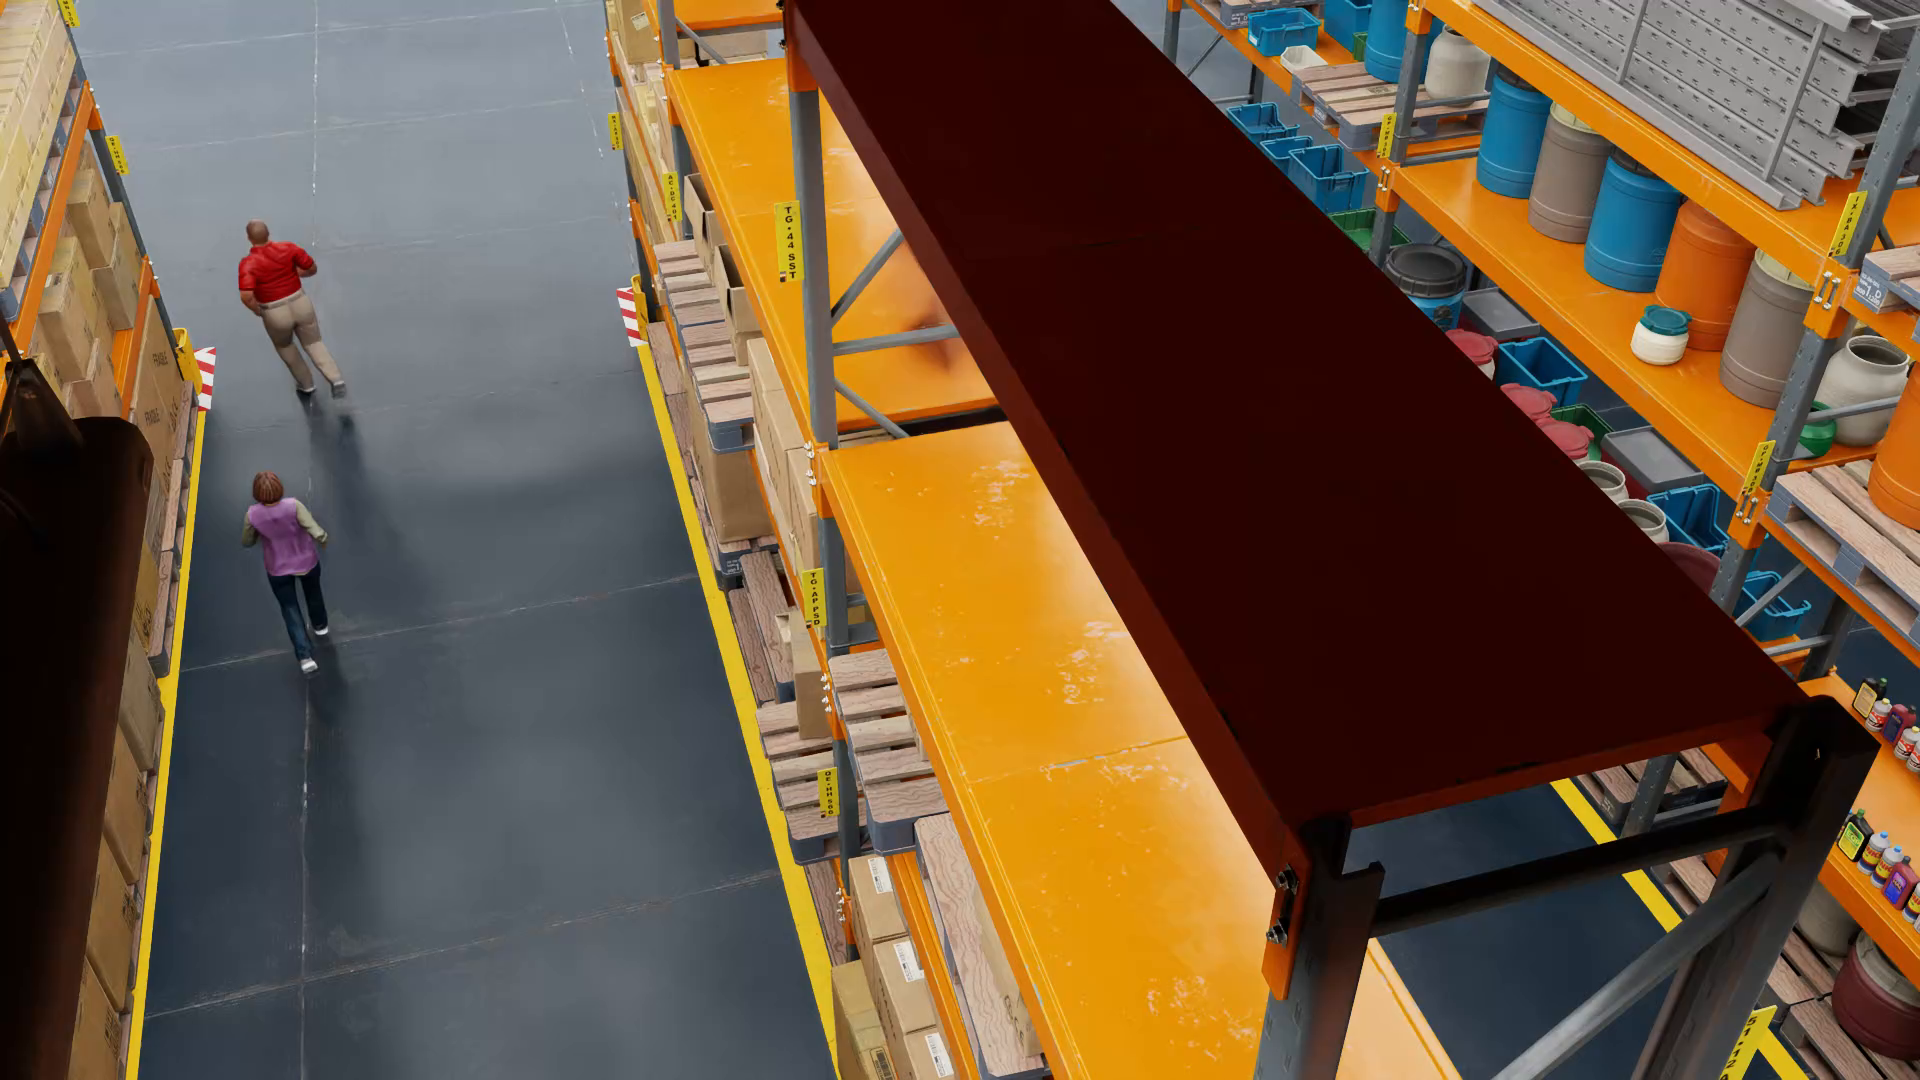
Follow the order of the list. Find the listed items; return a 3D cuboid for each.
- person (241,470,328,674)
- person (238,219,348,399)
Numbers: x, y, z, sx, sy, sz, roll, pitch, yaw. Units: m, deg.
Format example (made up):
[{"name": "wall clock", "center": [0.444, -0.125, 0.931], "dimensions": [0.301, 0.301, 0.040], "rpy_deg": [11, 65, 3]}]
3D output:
[{"name": "person", "center": [-4.526, 0.181, 11.299], "dimensions": [0.543, 1.576, 0.877], "rpy_deg": [-14, 41, -17]}, {"name": "person", "center": [-5.589, -1.864, 13.826], "dimensions": [0.673, 1.725, 0.826], "rpy_deg": [-26, 45, -29]}]
